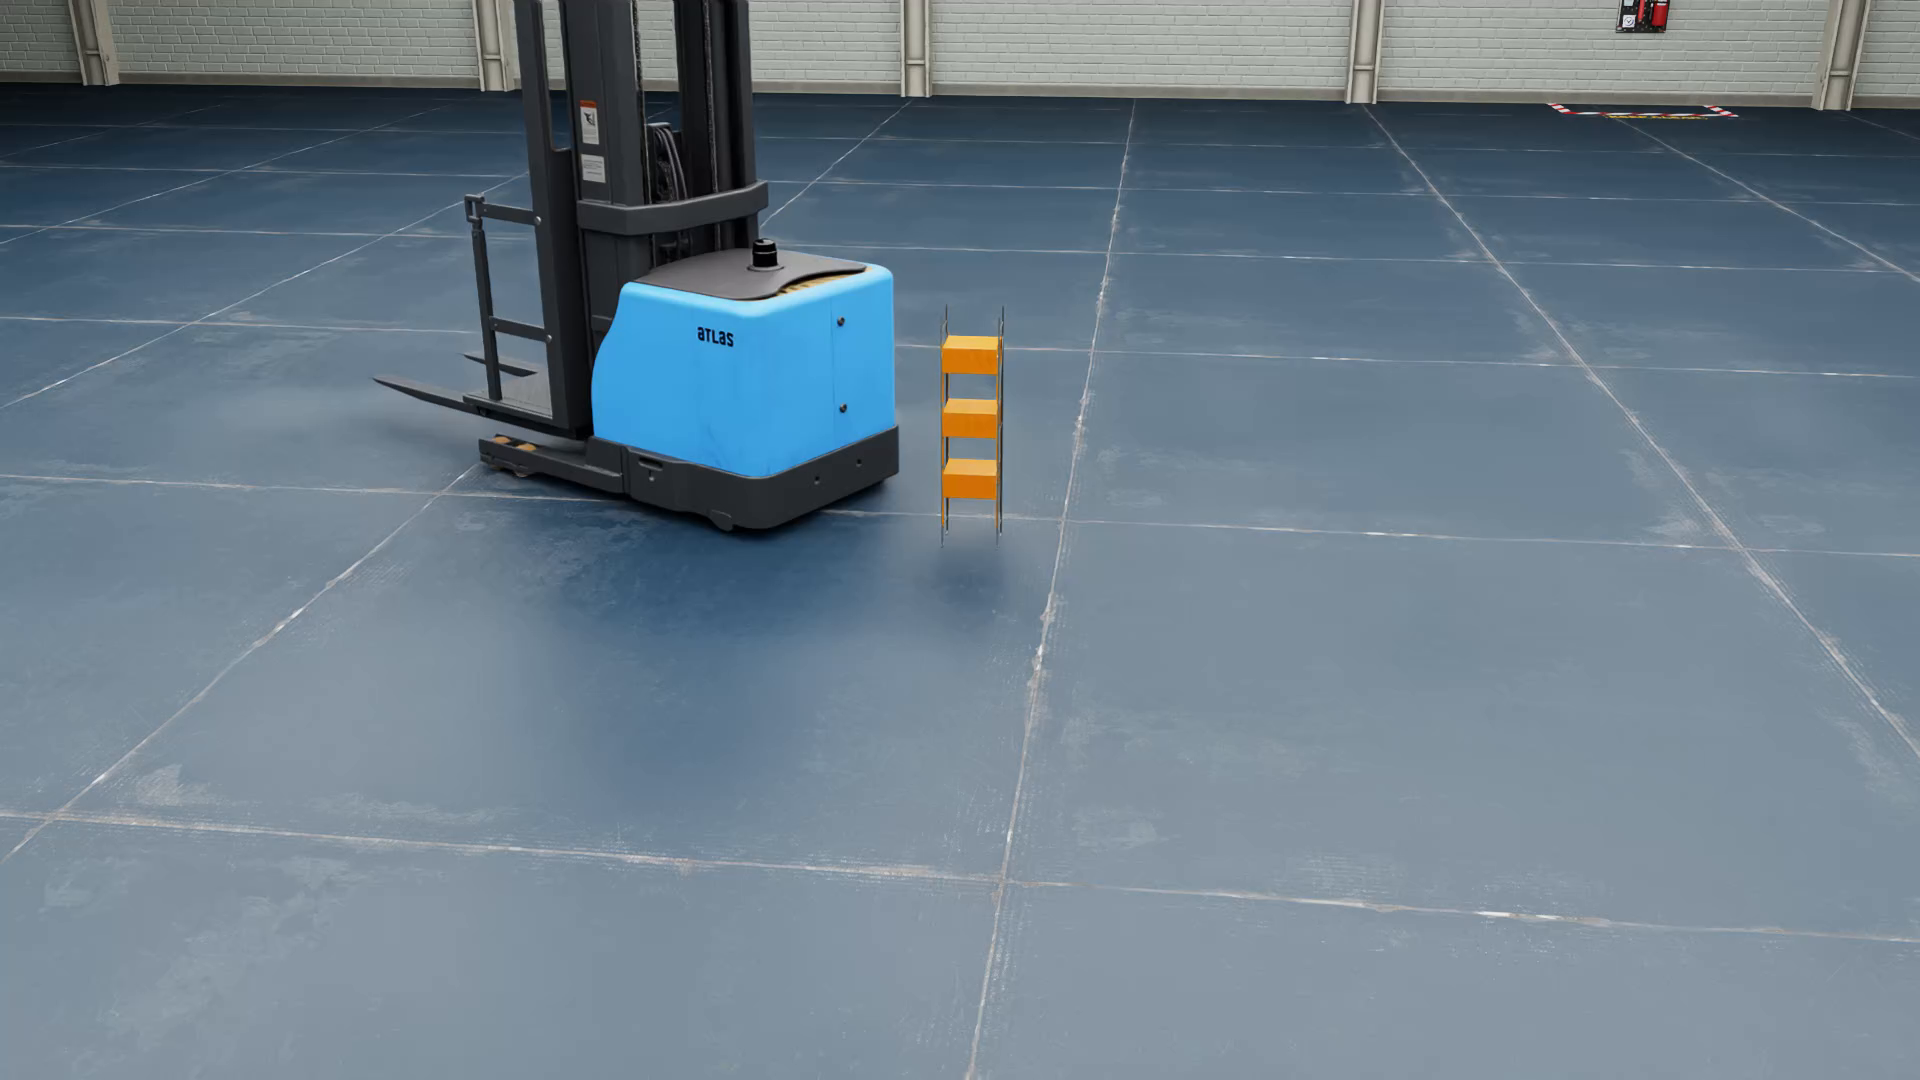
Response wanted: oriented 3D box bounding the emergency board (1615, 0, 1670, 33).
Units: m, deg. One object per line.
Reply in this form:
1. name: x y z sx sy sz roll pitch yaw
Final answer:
1. emergency board: 8.871 -7.126 21.385 0.643 1.169 0.194 2 22 6

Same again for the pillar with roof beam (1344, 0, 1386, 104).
1. pillar with roof beam: 4.855 -8.483 16.658 0.400 9.000 9.100 2 22 6

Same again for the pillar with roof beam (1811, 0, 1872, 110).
1. pillar with roof beam: 10.814 -8.224 16.001 0.400 9.000 9.100 2 22 6

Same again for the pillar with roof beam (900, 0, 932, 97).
1. pillar with roof beam: -1.103 -8.743 17.314 0.400 9.000 9.100 2 22 6

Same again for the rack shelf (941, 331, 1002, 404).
1. rack shelf: 0.053 -0.740 7.141 0.240 0.259 0.215 2 22 6

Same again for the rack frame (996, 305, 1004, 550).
1. rack frame: 0.174 -0.481 7.228 0.008 1.050 0.200 2 22 6

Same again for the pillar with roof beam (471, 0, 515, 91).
1. pillar with roof beam: -7.061 -9.002 17.971 0.400 9.000 9.100 2 22 6

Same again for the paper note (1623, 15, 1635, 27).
1. paper note: 8.703 -6.750 21.630 0.142 0.148 0.016 2 22 6

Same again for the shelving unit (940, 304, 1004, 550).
1. shelving unit: 0.053 -0.486 7.241 0.252 1.050 0.215 2 22 6

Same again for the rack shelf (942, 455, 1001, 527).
1. rack shelf: 0.053 -0.218 7.347 0.240 0.259 0.215 2 22 6

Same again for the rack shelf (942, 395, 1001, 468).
1. rack shelf: 0.053 -0.476 7.245 0.240 0.259 0.215 2 22 6

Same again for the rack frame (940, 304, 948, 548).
1. rack frame: -0.068 -0.491 7.254 0.008 1.050 0.200 2 22 6

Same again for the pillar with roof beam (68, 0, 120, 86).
1. pillar with roof beam: -13.020 -9.262 18.628 0.400 9.000 9.100 2 22 6

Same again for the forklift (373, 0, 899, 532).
1. forklift: -1.787 -1.812 8.036 3.031 2.935 1.130 15 26 33
